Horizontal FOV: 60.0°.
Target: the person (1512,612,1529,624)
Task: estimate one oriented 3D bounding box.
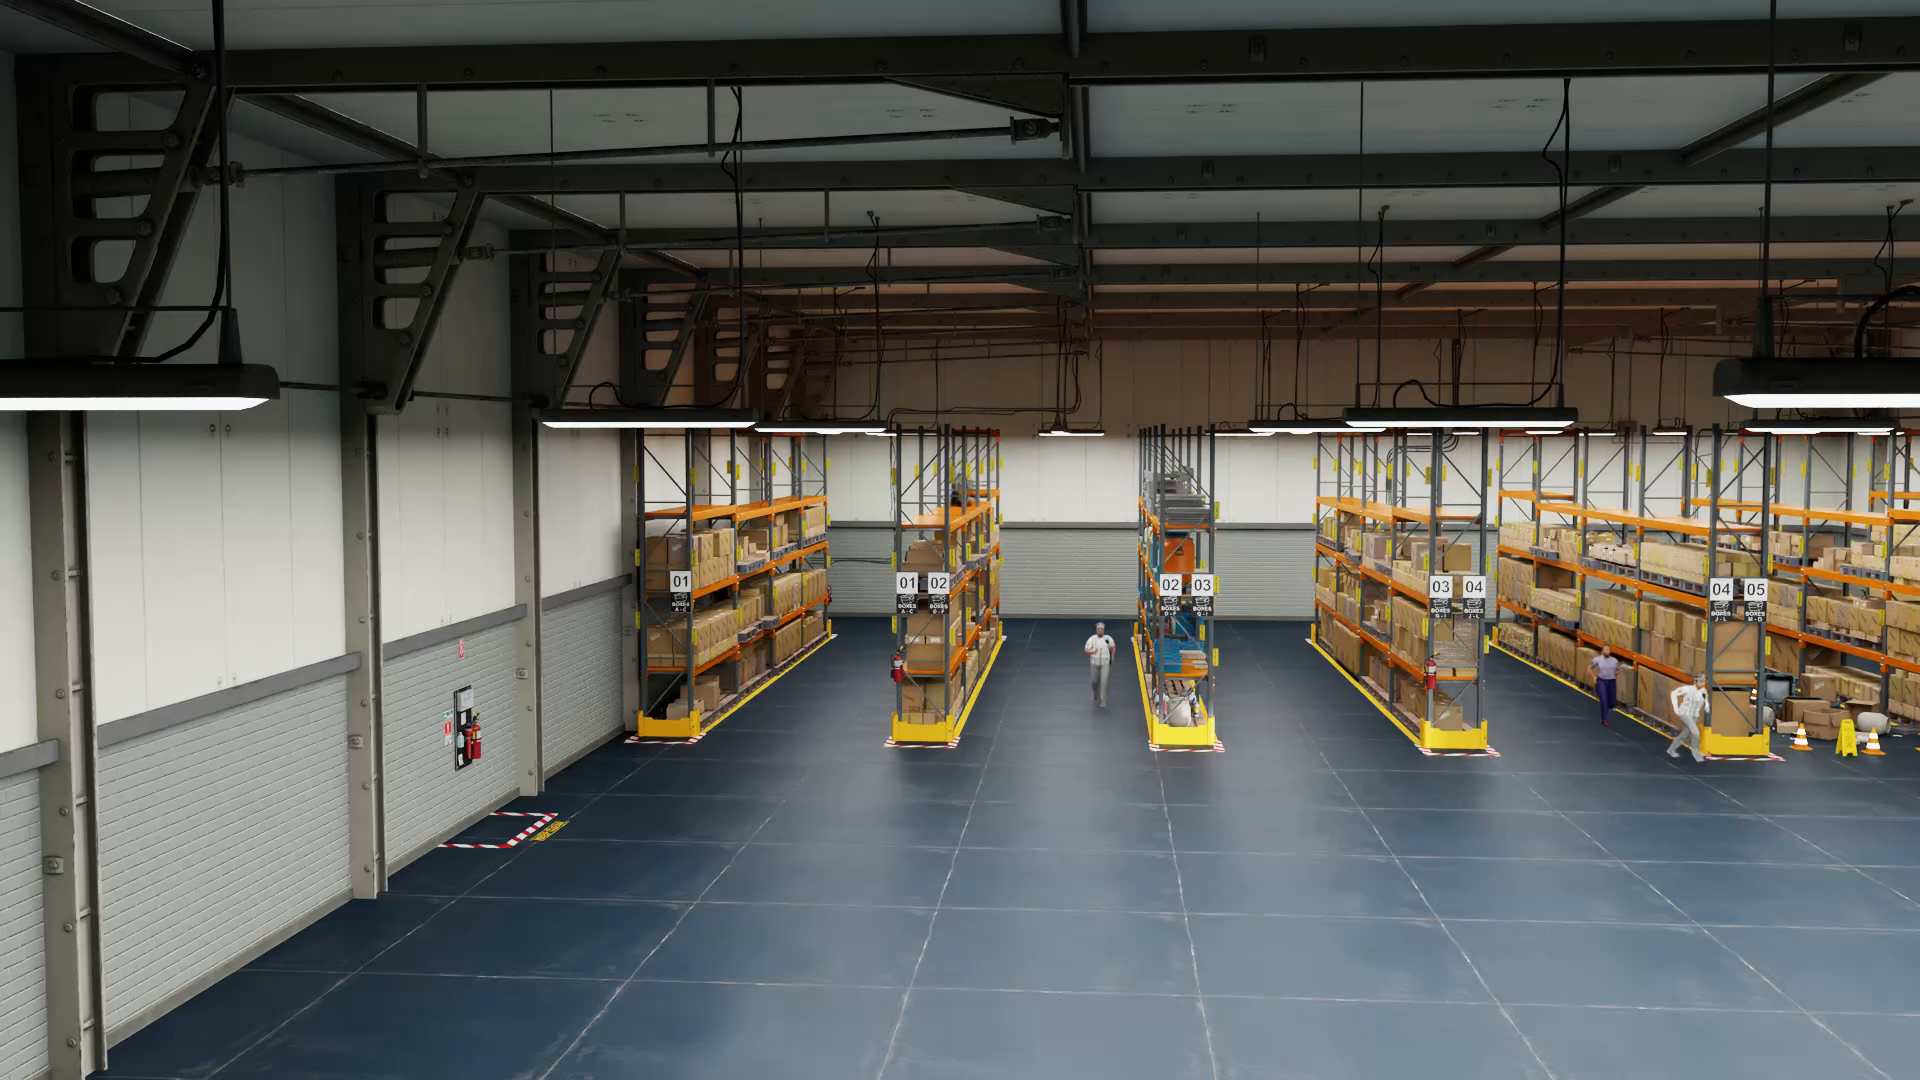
[{"bbox_3d":[16.082,2.044,47.355,0.775,1.687,0.585,0,3,0],"label":"person"}]

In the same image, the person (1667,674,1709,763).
[{"bbox_3d":[12.964,3.138,29.595,0.634,1.600,0.847,-1,4,-18],"label":"person"}]

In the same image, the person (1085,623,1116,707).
[{"bbox_3d":[3.015,2.646,35.729,0.667,1.755,0.983,0,3,5],"label":"person"}]

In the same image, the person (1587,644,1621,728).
[{"bbox_3d":[12.888,2.892,33.215,0.620,1.613,0.794,0,3,1],"label":"person"}]
